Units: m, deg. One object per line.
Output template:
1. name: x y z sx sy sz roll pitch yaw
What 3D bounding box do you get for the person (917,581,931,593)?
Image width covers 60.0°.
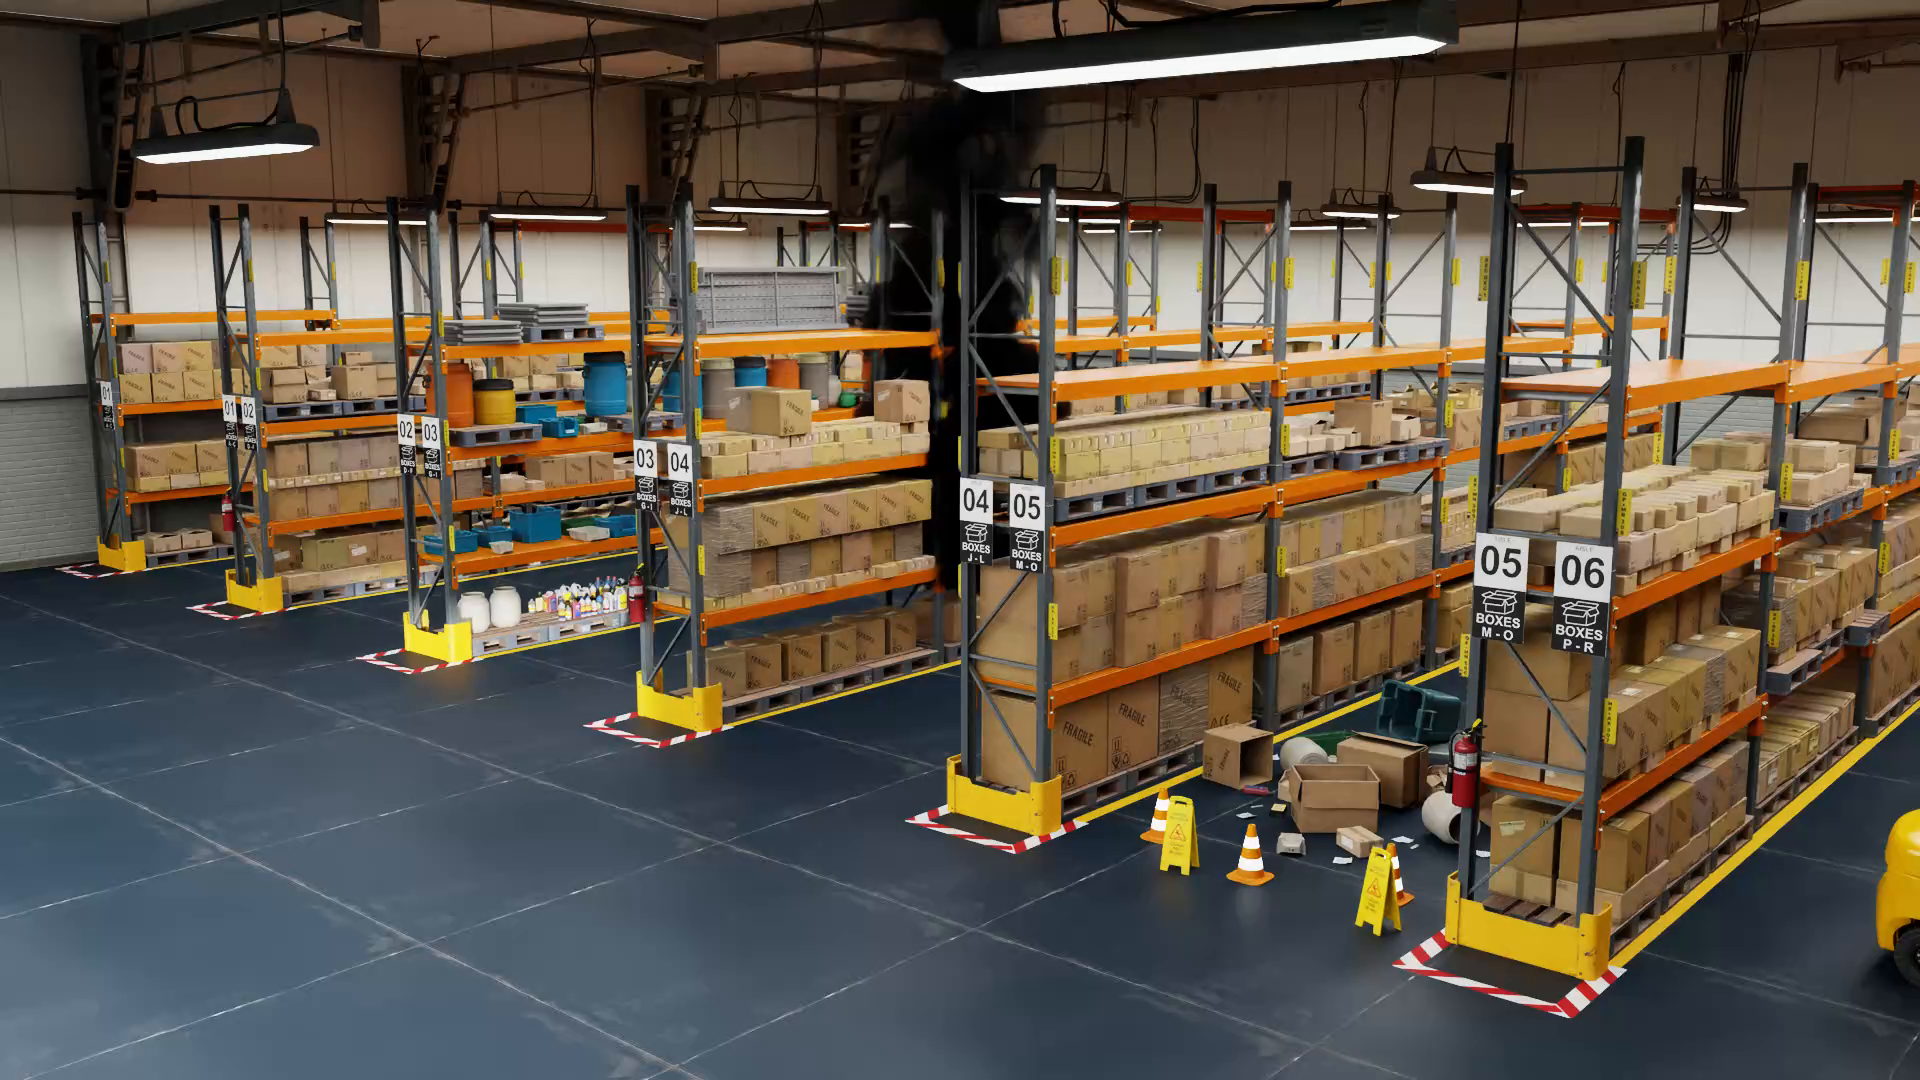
1. person: -0.622 -0.071 24.705 0.650 1.750 0.557 6 11 31

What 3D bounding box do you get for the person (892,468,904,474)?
1. person: -1.361 -1.080 32.856 0.581 1.637 0.540 6 11 33
